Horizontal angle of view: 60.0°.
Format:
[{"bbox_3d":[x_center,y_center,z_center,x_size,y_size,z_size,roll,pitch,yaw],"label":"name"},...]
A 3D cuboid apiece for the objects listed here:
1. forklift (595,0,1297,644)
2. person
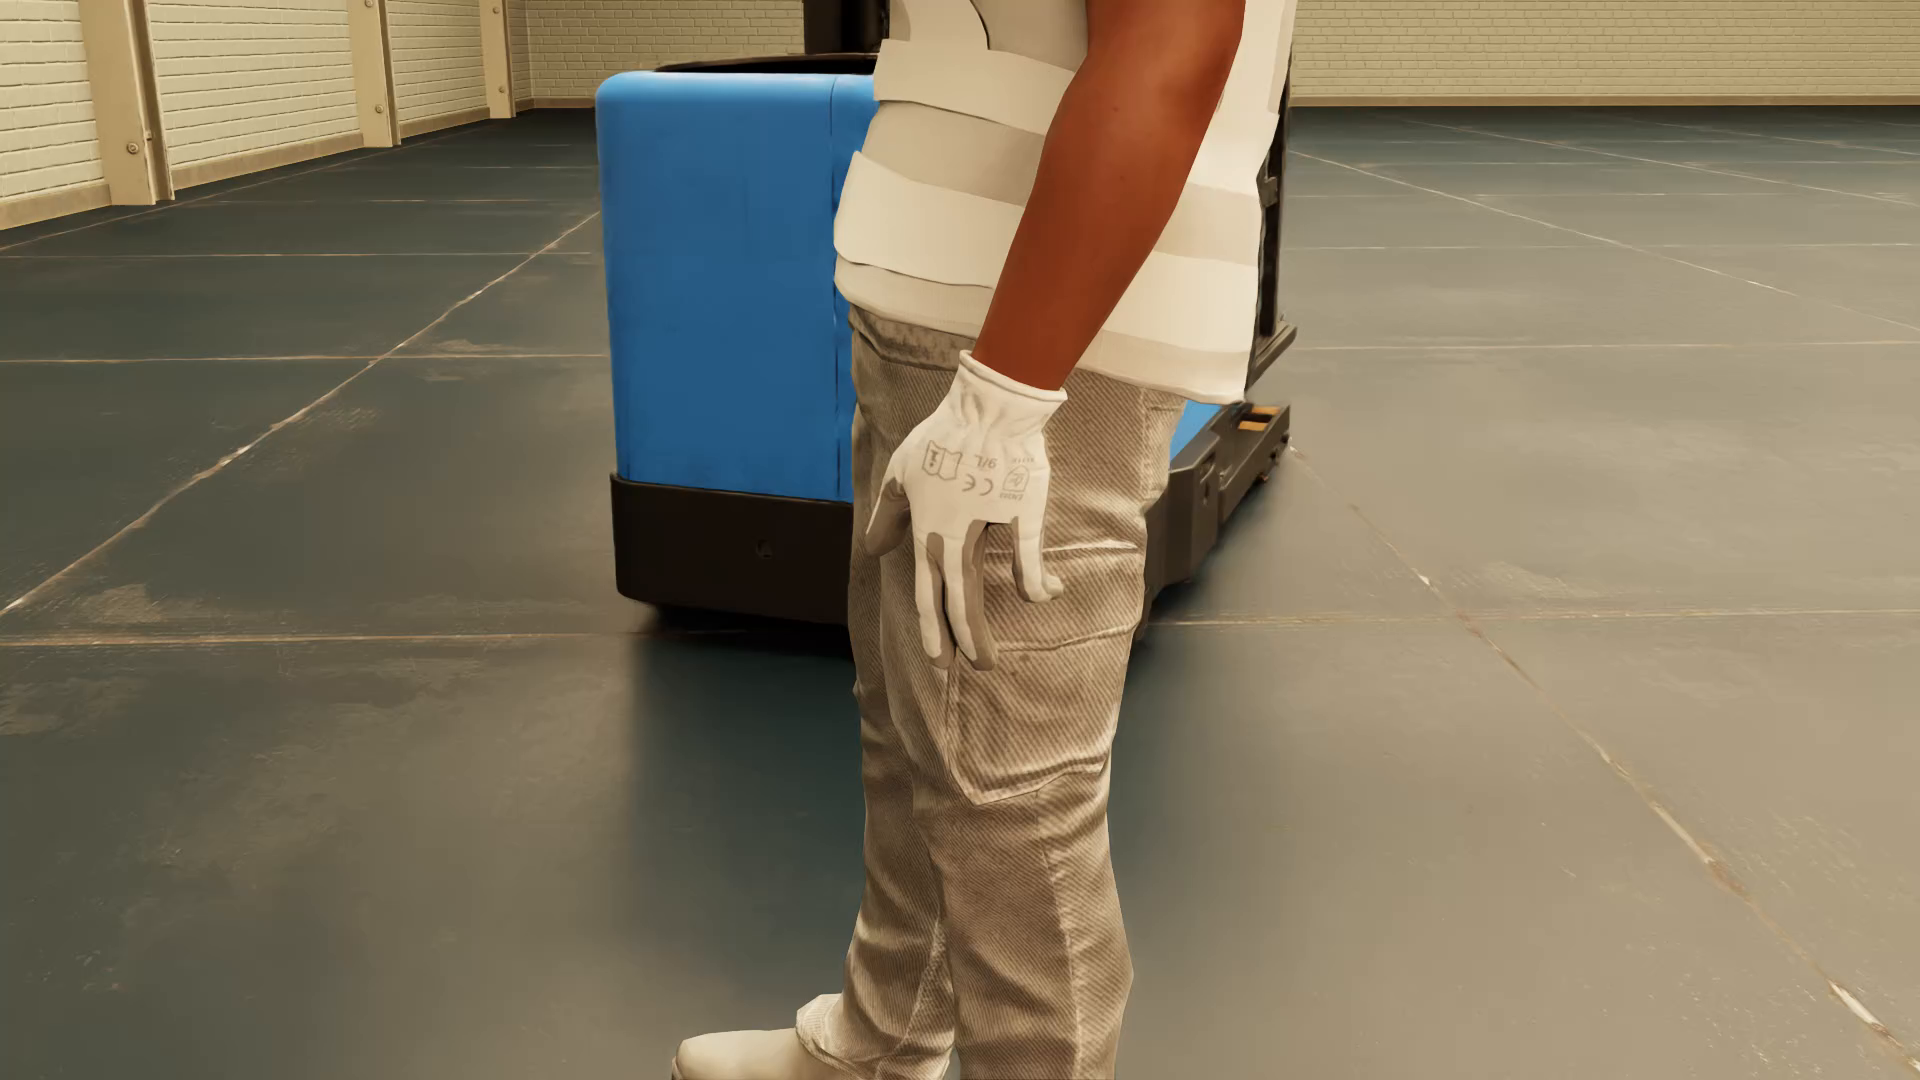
[{"bbox_3d":[0.280,-1.587,4.097,1.130,2.935,3.031,6,18,19],"label":"forklift"},{"bbox_3d":[-0.026,-0.158,1.363,0.579,1.781,0.656,0,17,-1],"label":"person"}]
